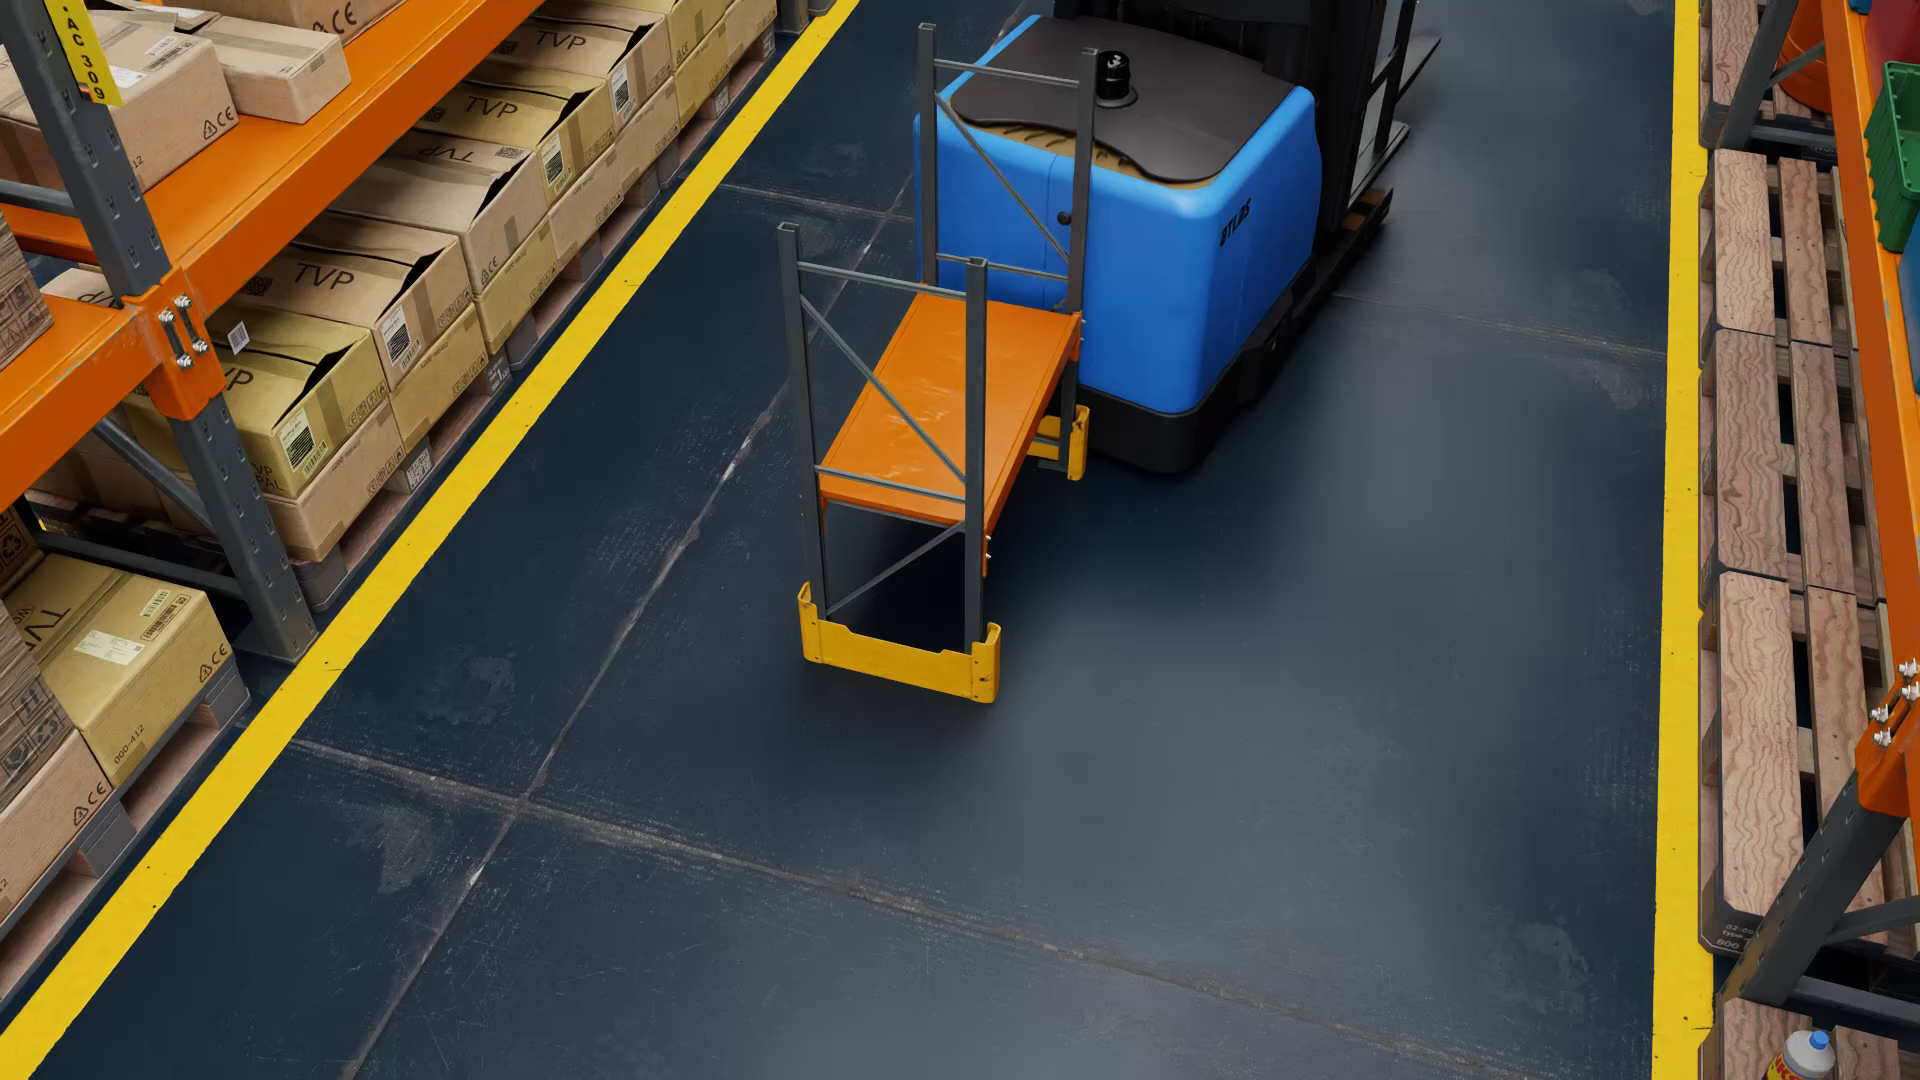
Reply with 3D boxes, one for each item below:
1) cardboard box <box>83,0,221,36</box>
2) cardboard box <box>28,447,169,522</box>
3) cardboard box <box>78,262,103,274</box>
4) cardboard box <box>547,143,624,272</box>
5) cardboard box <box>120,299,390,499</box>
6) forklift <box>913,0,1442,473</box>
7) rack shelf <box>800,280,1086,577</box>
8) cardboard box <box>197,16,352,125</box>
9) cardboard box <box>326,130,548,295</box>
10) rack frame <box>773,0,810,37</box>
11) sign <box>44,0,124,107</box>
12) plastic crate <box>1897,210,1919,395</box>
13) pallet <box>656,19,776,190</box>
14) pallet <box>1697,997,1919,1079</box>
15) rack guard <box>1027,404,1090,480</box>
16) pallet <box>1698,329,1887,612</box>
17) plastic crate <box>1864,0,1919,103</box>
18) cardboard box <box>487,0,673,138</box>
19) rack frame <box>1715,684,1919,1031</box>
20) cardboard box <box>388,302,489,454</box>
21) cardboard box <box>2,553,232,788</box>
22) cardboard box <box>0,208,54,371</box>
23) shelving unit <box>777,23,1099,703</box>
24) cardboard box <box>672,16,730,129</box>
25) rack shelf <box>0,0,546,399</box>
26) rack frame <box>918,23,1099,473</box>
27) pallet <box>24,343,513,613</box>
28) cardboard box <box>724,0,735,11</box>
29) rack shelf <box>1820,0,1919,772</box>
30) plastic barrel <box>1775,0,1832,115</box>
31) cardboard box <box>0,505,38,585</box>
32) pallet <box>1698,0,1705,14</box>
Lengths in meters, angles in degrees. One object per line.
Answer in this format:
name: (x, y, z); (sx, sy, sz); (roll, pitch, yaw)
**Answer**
cardboard box: (-2.310, -1.428, 4.660); (0.396, 0.266, 0.258); (12, 46, 12)
cardboard box: (-2.552, -0.356, 5.135); (0.500, 0.250, 0.500); (12, 46, 12)
cardboard box: (-2.401, -0.897, 5.287); (0.500, 0.311, 0.500); (14, 46, 14)
cardboard box: (-1.578, -1.259, 6.058); (0.500, 0.250, 0.500); (13, 46, 13)
cardboard box: (-2.039, -0.441, 4.821); (0.500, 0.311, 0.500); (13, 46, 13)
forklift: (1.020, -2.282, 5.486); (1.130, 2.935, 3.031); (22, 49, 21)
rack shelf: (-0.026, -0.351, 4.793); (0.538, 0.185, 1.000); (13, 46, 13)
cardboard box: (-1.938, -1.308, 4.622); (0.380, 0.149, 0.250); (13, 46, 13)
cardboard box: (-1.727, -1.119, 5.513); (0.500, 0.311, 0.500); (11, 45, 11)
rack frame: (-1.190, -3.517, 6.699); (1.000, 3.000, 0.127); (13, 46, 13)
sign: (-1.872, -1.072, 3.525); (0.100, 0.325, 0.005); (13, 46, 13)
plastic crate: (2.356, -0.594, 3.724); (0.392, 0.384, 0.575); (13, 46, 13)
pallet: (-1.477, -1.980, 7.122); (1.003, 0.211, 1.213); (13, 46, 13)
pallet: (2.075, 1.637, 3.427); (1.003, 0.211, 1.213); (13, 46, 13)
rack guard: (0.128, -0.370, 5.450); (0.587, 0.250, 0.087); (13, 46, 13)
pallet: (2.887, -0.150, 5.252); (1.003, 0.211, 1.213); (13, 46, 13)
plastic crate: (2.748, -1.476, 4.568); (0.402, 0.464, 0.583); (13, 46, 13)
cardboard box: (-1.421, -1.800, 6.209); (0.500, 0.311, 0.500); (12, 46, 12)
rack frame: (2.318, 0.201, 2.900); (1.000, 3.000, 0.127); (13, 46, 13)
cardboard box: (-1.887, -0.575, 5.358); (0.500, 0.250, 0.500); (14, 46, 14)
cardboard box: (-2.334, 0.337, 4.426); (0.500, 0.250, 0.500); (13, 46, 13)
cardboard box: (-2.530, -0.589, 3.636); (0.700, 0.500, 0.500); (11, 46, 11)
shelving unit: (-0.023, -0.485, 4.674); (0.587, 1.500, 1.083); (13, 46, 13)
cardboard box: (-1.270, -1.938, 6.751); (0.500, 0.250, 0.500); (12, 46, 12)
rack shelf: (-1.796, -1.927, 5.589); (1.077, 0.370, 4.000); (13, 46, 13)
rack frame: (0.128, -0.818, 5.014); (0.500, 1.500, 0.032); (13, 46, 13)
pallet: (-2.216, -0.353, 5.460); (1.003, 0.211, 1.213); (13, 46, 13)
cardboard box: (-1.114, -2.483, 6.908); (0.500, 0.311, 0.500); (14, 46, 14)
rack shelf: (2.924, -0.875, 4.514); (1.077, 0.370, 4.000); (13, 46, 13)
plastic barrel: (3.661, -2.169, 6.574); (0.600, 0.830, 0.708); (13, 46, 13)
cardboard box: (-2.840, -0.043, 4.279); (0.500, 0.500, 0.500); (13, 46, 13)
pallet: (4.100, -2.813, 7.974); (1.003, 0.211, 1.213); (13, 46, 13)
